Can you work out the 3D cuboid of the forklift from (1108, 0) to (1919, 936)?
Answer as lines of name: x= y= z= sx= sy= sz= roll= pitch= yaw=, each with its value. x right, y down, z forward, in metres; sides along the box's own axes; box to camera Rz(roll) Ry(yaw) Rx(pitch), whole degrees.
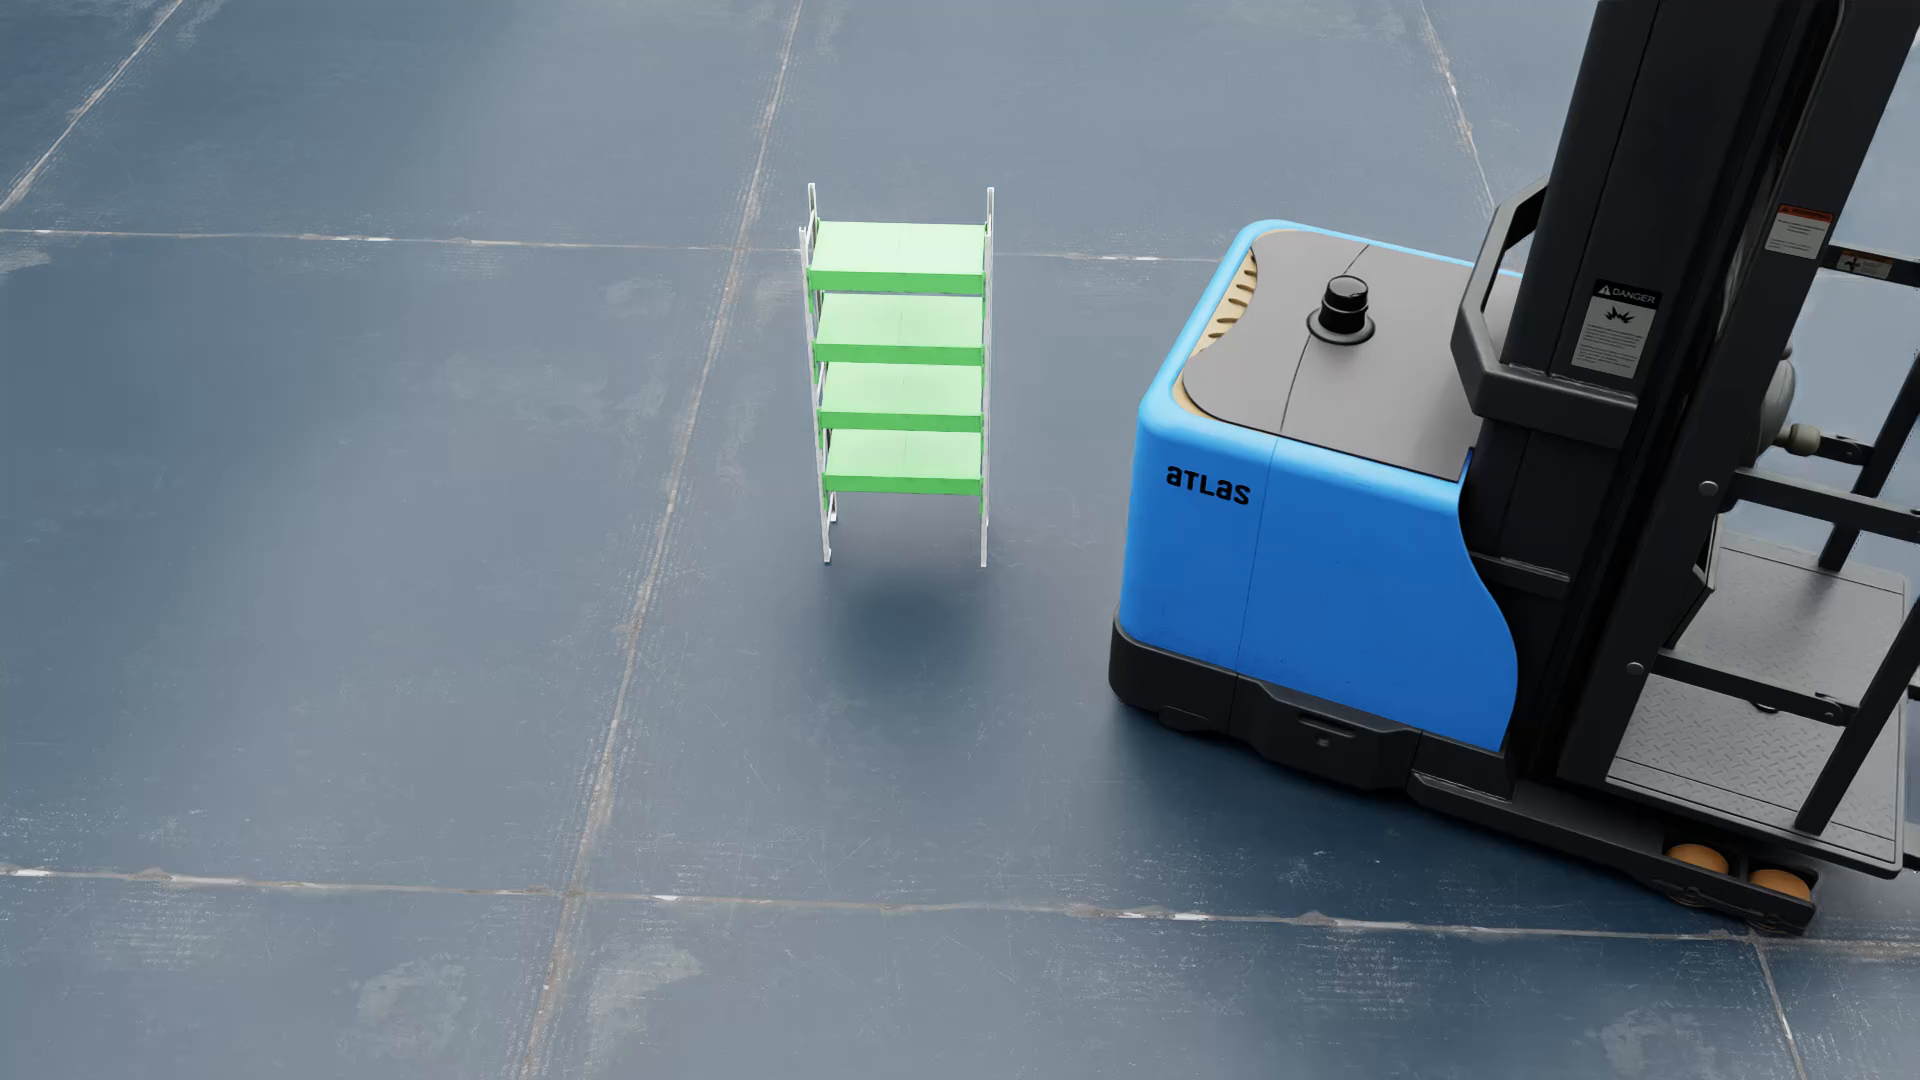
forklift: x=1.985 y=-0.500 z=3.636 sx=3.031 sy=2.935 sz=1.130 roll=17 pitch=45 yaw=17

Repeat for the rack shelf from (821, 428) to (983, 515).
rack shelf: x=-0.165 y=-0.222 z=5.054 sx=0.480 sy=0.148 sz=0.258 roll=2 pitch=43 yaw=2

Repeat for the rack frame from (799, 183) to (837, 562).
rack frame: x=-0.409 y=-0.452 z=4.855 sx=0.015 sy=1.200 sz=0.240 roll=2 pitch=43 yaw=2

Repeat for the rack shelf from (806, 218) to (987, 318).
rack shelf: x=-0.165 y=-0.749 z=4.563 sx=0.480 sy=0.148 sz=0.258 roll=2 pitch=43 yaw=2

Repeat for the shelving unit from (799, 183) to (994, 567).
shelving unit: x=-0.165 y=-0.444 z=4.846 sx=0.503 sy=1.200 sz=0.258 roll=2 pitch=43 yaw=2

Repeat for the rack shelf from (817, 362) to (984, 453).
rack shelf: x=-0.165 y=-0.397 z=4.890 sx=0.480 sy=0.148 sz=0.258 roll=2 pitch=43 yaw=2

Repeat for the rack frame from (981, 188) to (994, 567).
rack frame: x=0.078 y=-0.437 z=4.838 sx=0.015 sy=1.200 sz=0.240 roll=2 pitch=43 yaw=2

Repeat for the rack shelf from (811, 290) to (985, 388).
rack shelf: x=-0.165 y=-0.573 z=4.726 sx=0.480 sy=0.148 sz=0.258 roll=2 pitch=43 yaw=2
